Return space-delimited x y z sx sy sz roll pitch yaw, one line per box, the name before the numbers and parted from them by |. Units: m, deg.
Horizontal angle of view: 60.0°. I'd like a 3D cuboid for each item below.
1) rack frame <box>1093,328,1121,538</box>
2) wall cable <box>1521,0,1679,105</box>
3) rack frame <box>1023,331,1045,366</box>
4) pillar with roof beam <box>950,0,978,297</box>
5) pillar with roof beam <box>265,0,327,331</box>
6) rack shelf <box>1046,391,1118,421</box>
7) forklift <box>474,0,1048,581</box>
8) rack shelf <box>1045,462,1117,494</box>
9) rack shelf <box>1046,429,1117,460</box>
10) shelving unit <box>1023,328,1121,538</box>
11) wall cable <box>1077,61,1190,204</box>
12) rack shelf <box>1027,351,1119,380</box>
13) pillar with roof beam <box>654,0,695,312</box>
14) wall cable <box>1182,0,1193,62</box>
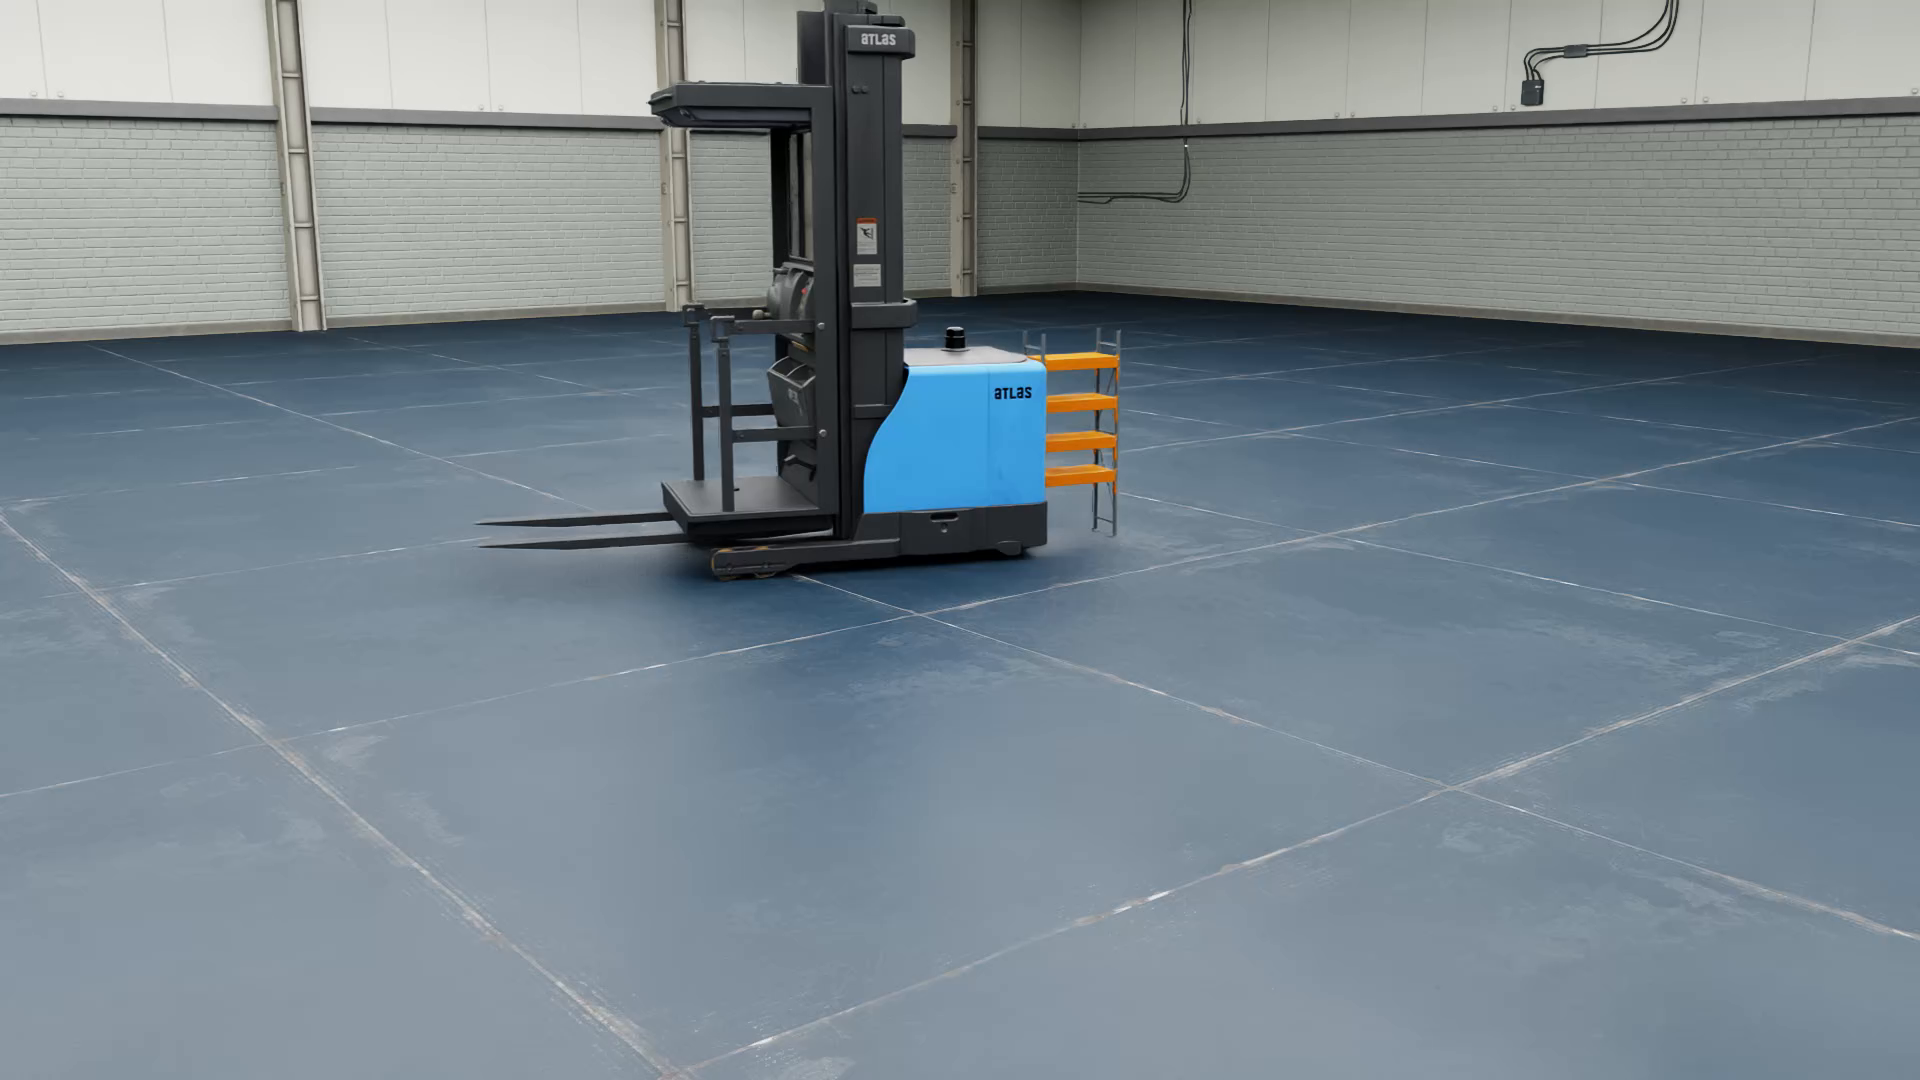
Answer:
rack frame | 0.854 -0.624 9.679 0.015 1.200 0.240 -6 13 -26
wall cable | 9.117 -9.252 23.346 0.169 6.003 2.305 -9 15 -38
rack frame | 0.416 -0.579 9.468 0.015 1.200 0.240 -6 13 -26
pillar with roof beam | 2.762 -8.264 26.881 0.400 9.000 9.100 -9 15 -38
pillar with roof beam | -6.608 -6.707 19.548 0.400 9.000 9.100 -9 15 -38
rack shelf | 0.635 -0.755 9.541 0.480 0.148 0.258 -6 13 -26
forklift | -1.092 -1.344 8.903 3.031 2.935 1.130 -4 13 -17
rack shelf | 0.635 -0.342 9.628 0.480 0.148 0.258 -6 13 -26
rack shelf | 0.635 -0.536 9.587 0.480 0.148 0.258 -6 13 -26
shelving unit | 0.635 -0.602 9.573 0.503 1.200 0.258 -6 13 -26
wall cable | 3.199 -7.611 31.282 0.112 2.526 3.097 -9 15 -38
rack shelf | 0.635 -0.986 9.491 0.480 0.148 0.258 -6 13 -26
pillar with roof beam | -1.923 -7.485 23.215 0.400 9.000 9.100 -9 15 -38
wall cable | 4.889 -9.643 28.691 0.112 2.526 3.097 -9 15 -38
